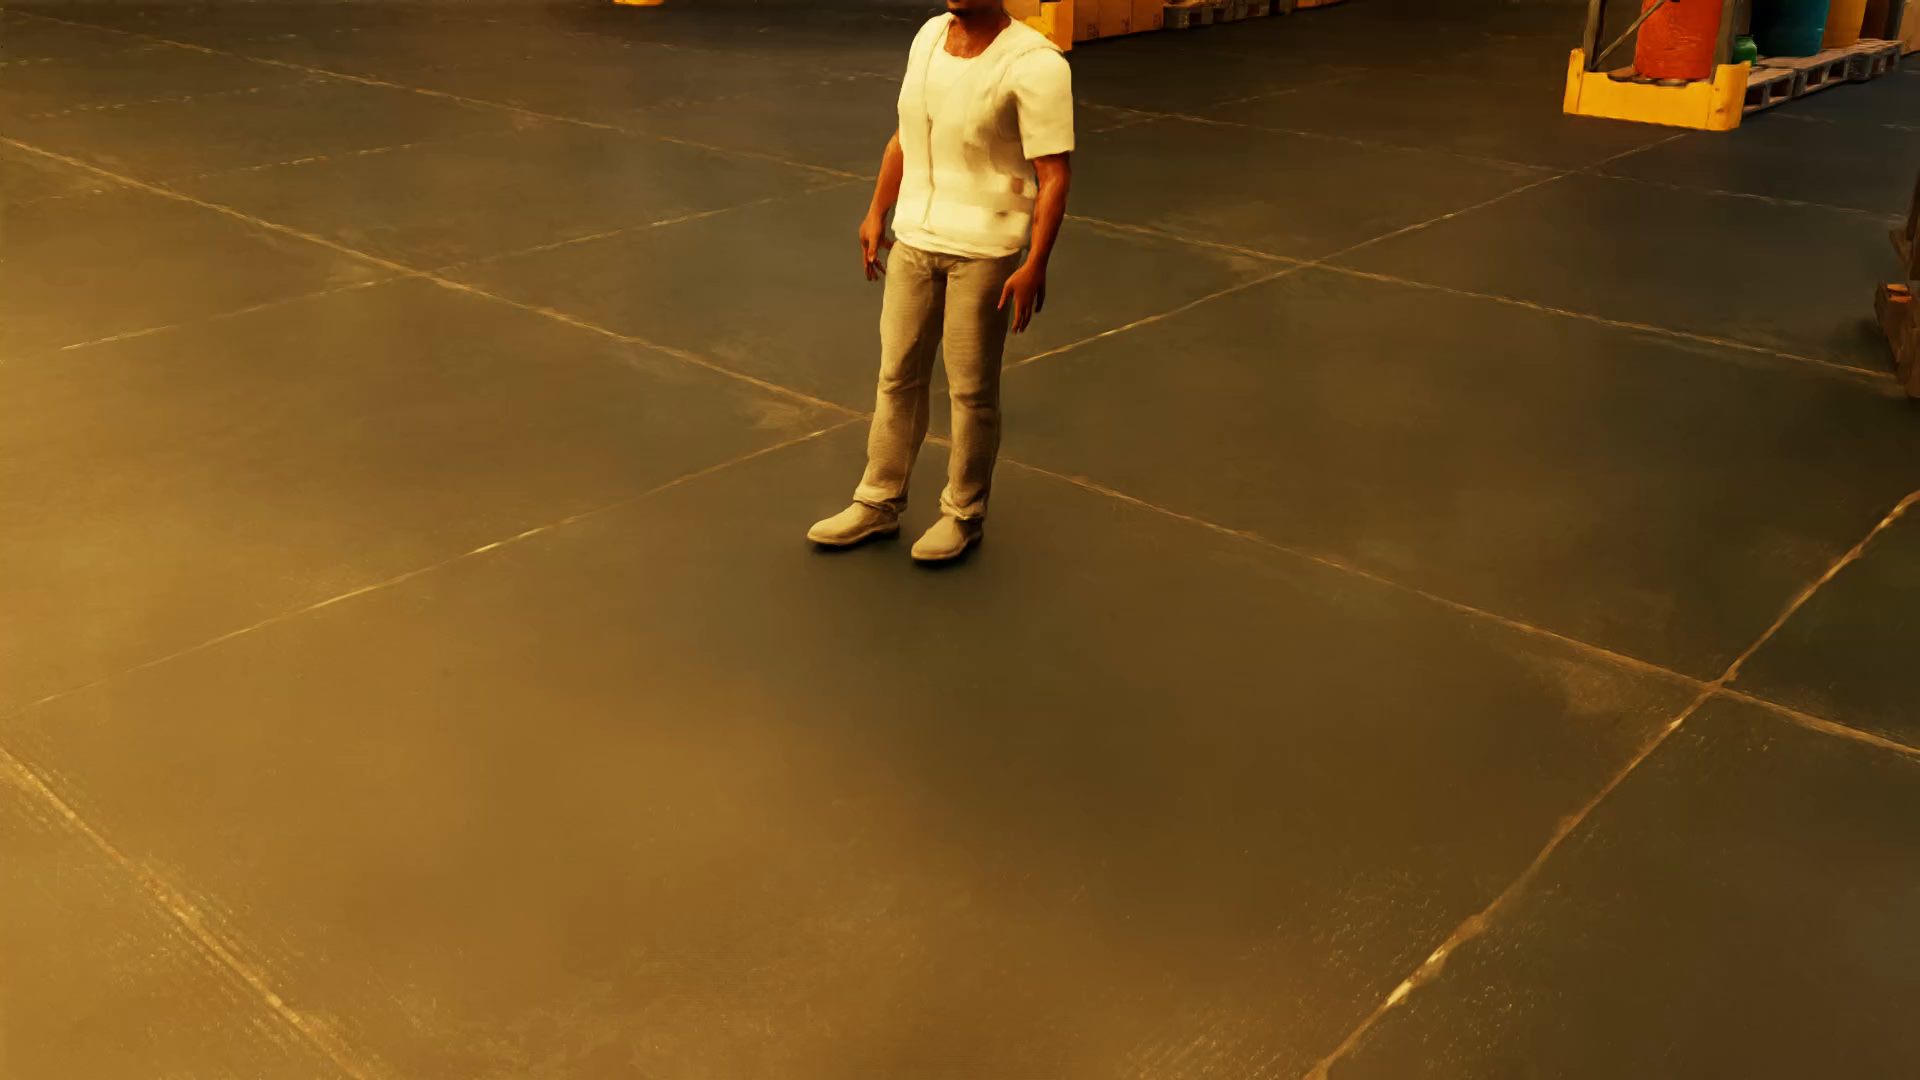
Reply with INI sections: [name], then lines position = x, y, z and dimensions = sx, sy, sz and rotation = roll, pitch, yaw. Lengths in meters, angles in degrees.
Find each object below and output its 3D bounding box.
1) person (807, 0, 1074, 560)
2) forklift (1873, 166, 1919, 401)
[person]
position = -0.051, -0.796, 4.575
dimensions = 0.665, 1.766, 0.576
rotation = 20, 31, 38
[forklift]
position = 4.322, -2.098, 6.111
dimensions = 1.130, 2.935, 3.031
rotation = 9, 25, 20
